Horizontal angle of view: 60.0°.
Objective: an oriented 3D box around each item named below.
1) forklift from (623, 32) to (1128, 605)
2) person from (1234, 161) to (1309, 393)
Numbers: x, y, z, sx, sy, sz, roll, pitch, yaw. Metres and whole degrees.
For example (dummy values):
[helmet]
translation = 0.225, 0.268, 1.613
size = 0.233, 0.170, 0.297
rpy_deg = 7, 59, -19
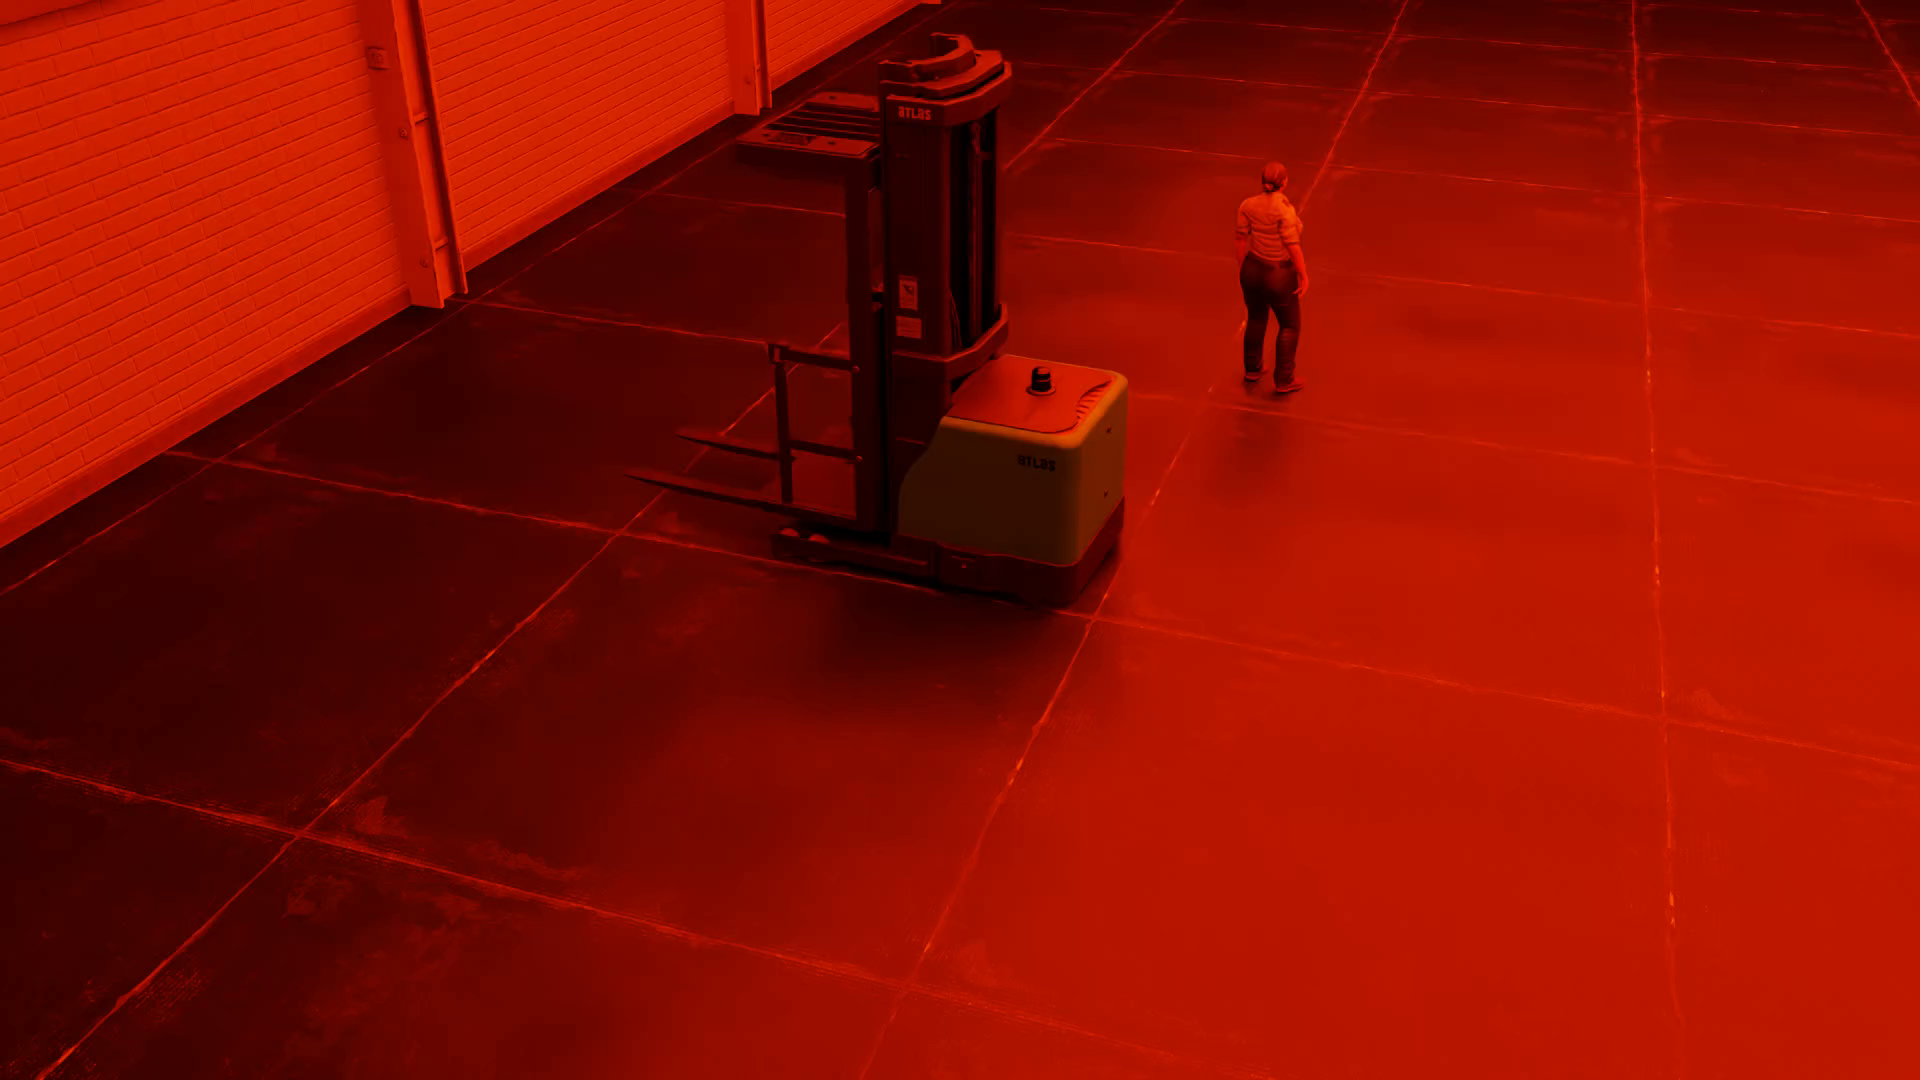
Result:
[forklift]
translation = -0.581, -1.365, 9.532
size = 3.031, 2.935, 1.130
rpy_deg = 11, 32, 19
[person]
translation = 2.211, -1.849, 11.705
size = 0.434, 1.656, 0.559
rpy_deg = -26, 39, -37
